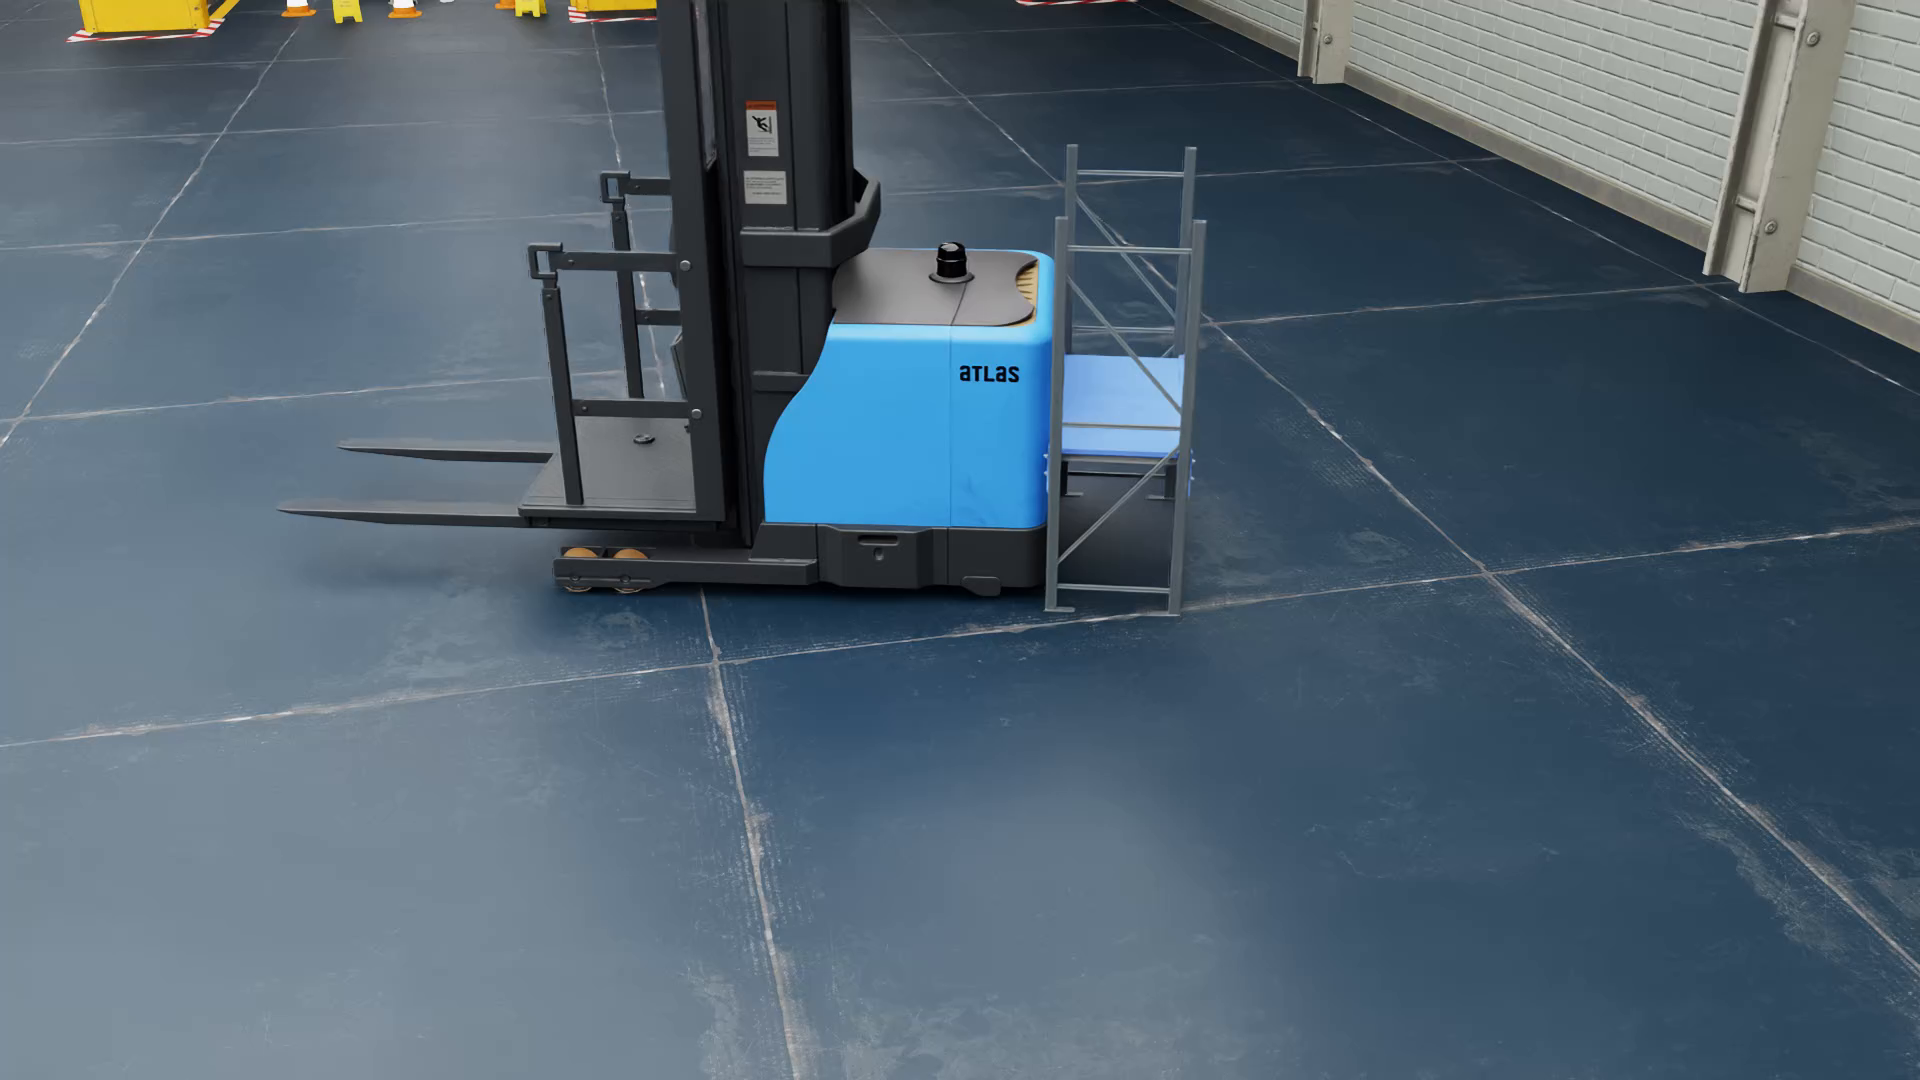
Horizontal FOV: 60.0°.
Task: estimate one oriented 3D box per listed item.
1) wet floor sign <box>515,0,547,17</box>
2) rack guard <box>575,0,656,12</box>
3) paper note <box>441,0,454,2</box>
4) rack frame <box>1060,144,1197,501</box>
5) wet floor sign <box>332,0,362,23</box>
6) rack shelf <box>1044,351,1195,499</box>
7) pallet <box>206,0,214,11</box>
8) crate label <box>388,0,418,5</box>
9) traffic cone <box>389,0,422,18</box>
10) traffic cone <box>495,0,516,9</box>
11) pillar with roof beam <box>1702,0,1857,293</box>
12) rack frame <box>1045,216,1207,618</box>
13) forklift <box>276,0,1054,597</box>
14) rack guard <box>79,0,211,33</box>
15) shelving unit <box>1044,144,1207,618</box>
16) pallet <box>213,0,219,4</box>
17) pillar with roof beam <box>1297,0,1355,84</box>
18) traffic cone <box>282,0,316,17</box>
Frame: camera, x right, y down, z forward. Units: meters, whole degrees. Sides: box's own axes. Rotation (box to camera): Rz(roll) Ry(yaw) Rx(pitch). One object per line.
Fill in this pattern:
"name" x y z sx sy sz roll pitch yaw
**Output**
"wet floor sign" -4.647 -5.984 17.889 0.267 0.644 0.232 3 27 6
"rack guard" -3.665 -6.144 18.368 1.175 0.500 0.348 -6 27 -12
"paper note" -5.800 -6.114 18.830 0.148 0.019 0.142 -16 31 -29
"rack frame" 0.664 -0.853 6.776 0.500 1.500 0.032 2 27 5
"wet floor sign" -6.512 -5.817 17.559 0.267 0.644 0.232 -11 29 -20
"rack shelf" 0.617 -0.464 6.405 0.538 0.185 1.000 2 27 5
"pallet" -8.704 -5.778 17.963 1.003 0.211 1.213 -6 27 -12
"crate label" -6.244 -6.083 18.651 0.250 0.136 0.298 -23 35 -38
"traffic cone" -6.006 -5.890 17.906 0.336 0.463 0.334 -6 27 -12
"traffic cone" -5.002 -6.152 18.425 0.336 0.463 0.334 -6 27 -12
"pillar with roof beam" 0.419 -5.103 6.873 9.100 9.000 0.400 -6 27 -12
"rack frame" 0.569 -0.397 5.872 0.500 1.500 0.032 2 27 5
"forklift" -1.145 -1.340 6.151 3.031 2.935 1.130 2 27 3
"rack guard" -8.442 -5.553 17.197 1.175 0.500 0.348 -6 27 -12
"shelving unit" 0.617 -0.625 6.324 0.538 1.500 1.048 2 27 5
"pallet" -8.976 -6.312 19.022 1.003 0.211 1.213 -6 27 -12
"pillar with roof beam" -0.934 -7.737 12.091 9.100 9.000 0.400 -6 27 -12
"traffic cone" -7.184 -5.924 17.974 0.336 0.463 0.334 -6 27 -12
